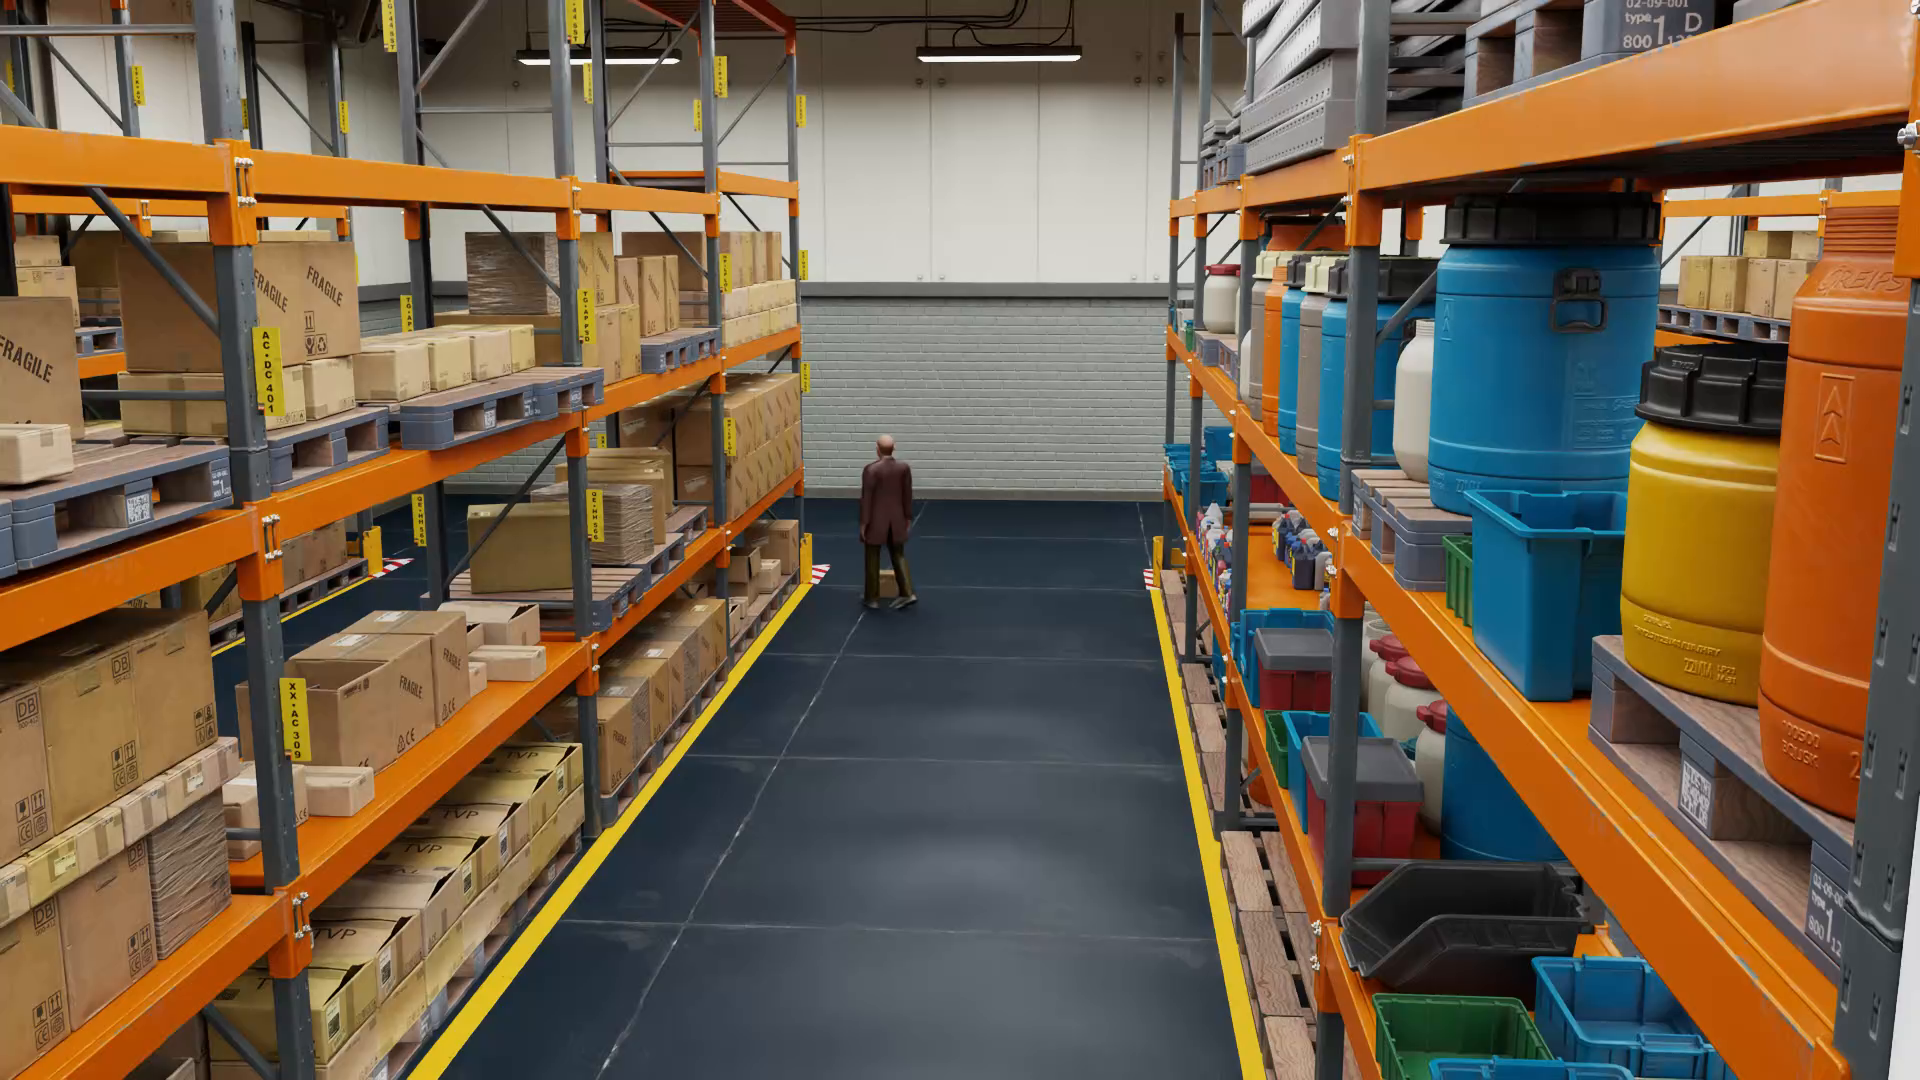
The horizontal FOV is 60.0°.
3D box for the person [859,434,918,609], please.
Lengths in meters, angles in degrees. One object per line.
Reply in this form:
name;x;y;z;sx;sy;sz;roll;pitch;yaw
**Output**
person;-0.763;-0.175;16.962;0.612;1.821;0.633;-5;12;-24
